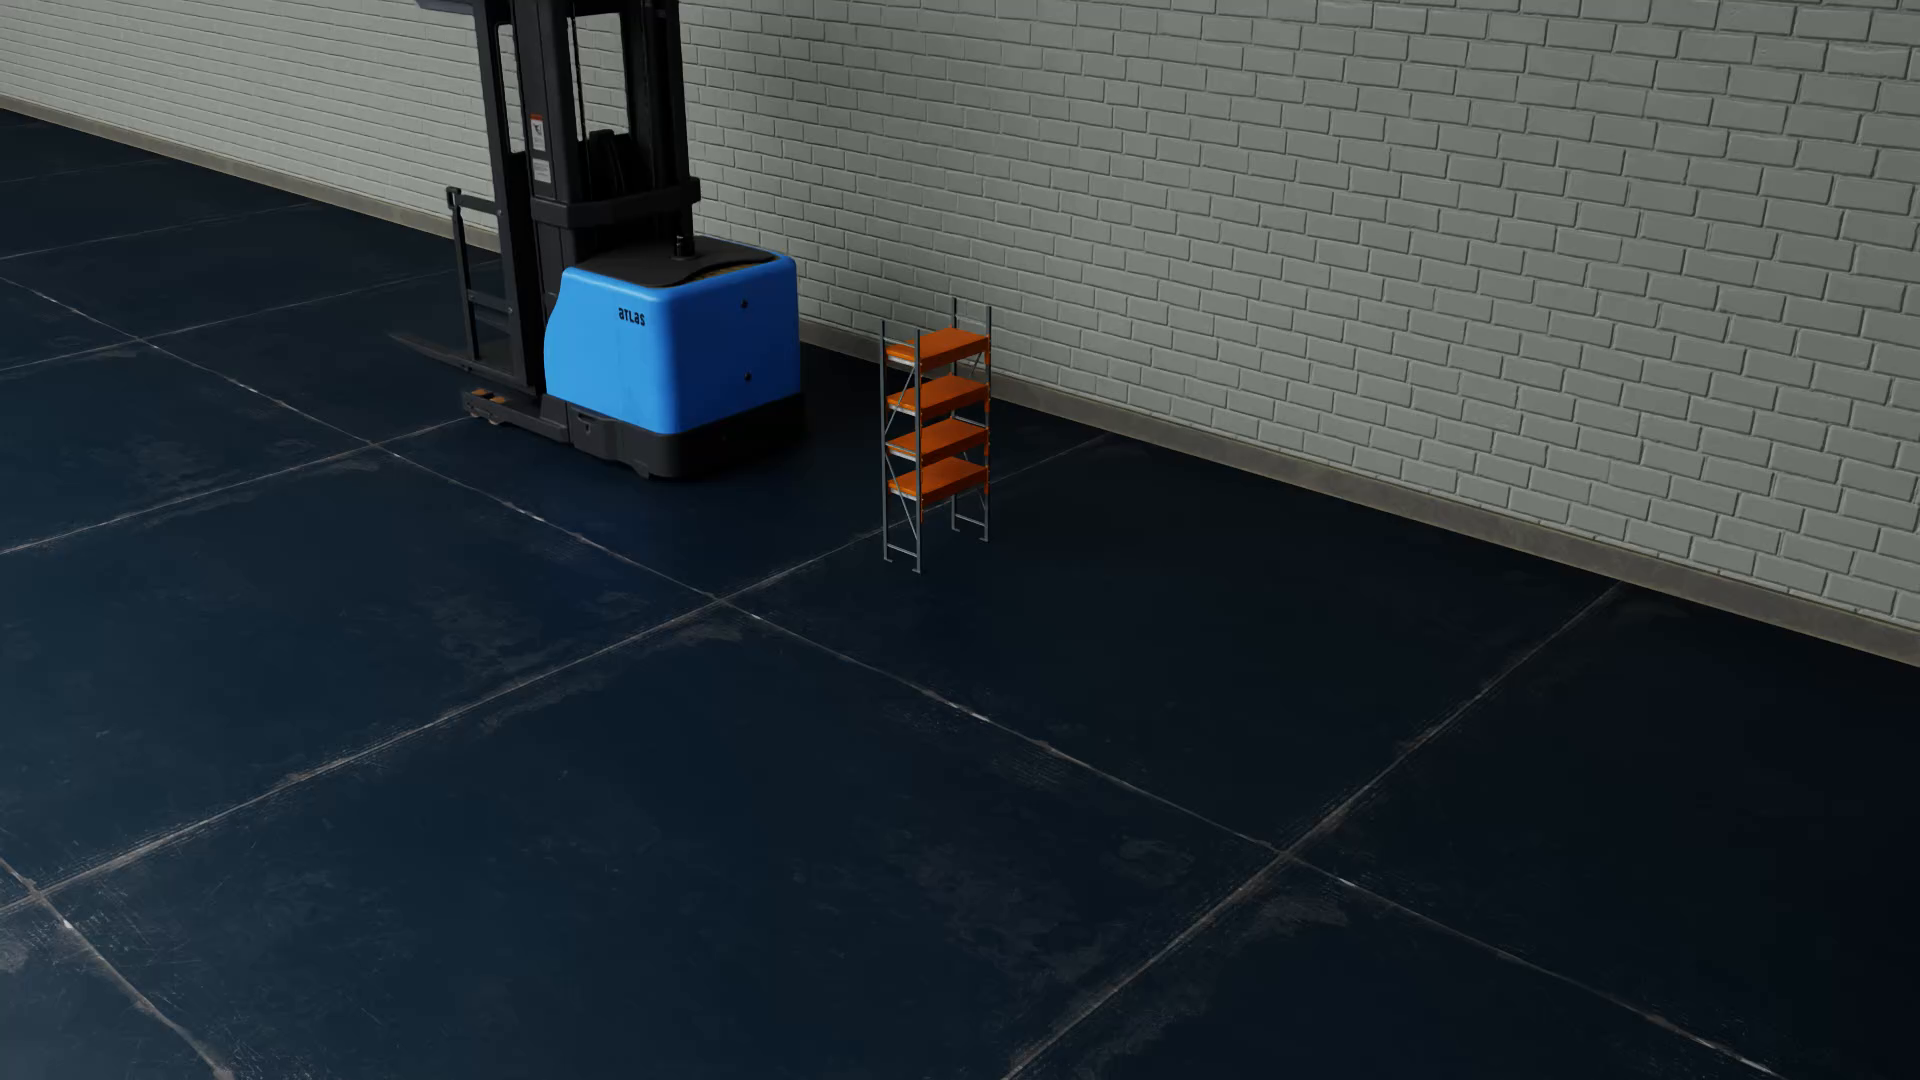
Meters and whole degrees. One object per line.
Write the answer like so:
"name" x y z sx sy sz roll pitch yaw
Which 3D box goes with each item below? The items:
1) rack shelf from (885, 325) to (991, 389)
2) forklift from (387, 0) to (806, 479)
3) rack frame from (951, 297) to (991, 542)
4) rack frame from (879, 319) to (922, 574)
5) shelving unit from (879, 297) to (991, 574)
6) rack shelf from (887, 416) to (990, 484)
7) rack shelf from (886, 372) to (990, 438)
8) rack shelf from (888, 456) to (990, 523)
"rack shelf" -0.110 -0.856 7.731 0.258 0.148 0.480 20 31 38
"forklift" -2.318 -2.153 9.468 3.031 2.935 1.130 20 31 37
"rack frame" 0.052 -0.571 8.058 0.240 1.200 0.015 20 31 38
"rack frame" -0.273 -0.423 7.726 0.240 1.200 0.015 20 31 38
"shelving unit" -0.110 -0.497 7.892 0.258 1.200 0.503 20 31 38
"rack shelf" -0.110 -0.436 7.920 0.258 0.148 0.480 20 31 38
"rack shelf" -0.110 -0.640 7.828 0.258 0.148 0.480 20 31 38
"rack shelf" -0.110 -0.254 8.001 0.258 0.148 0.480 20 31 38
